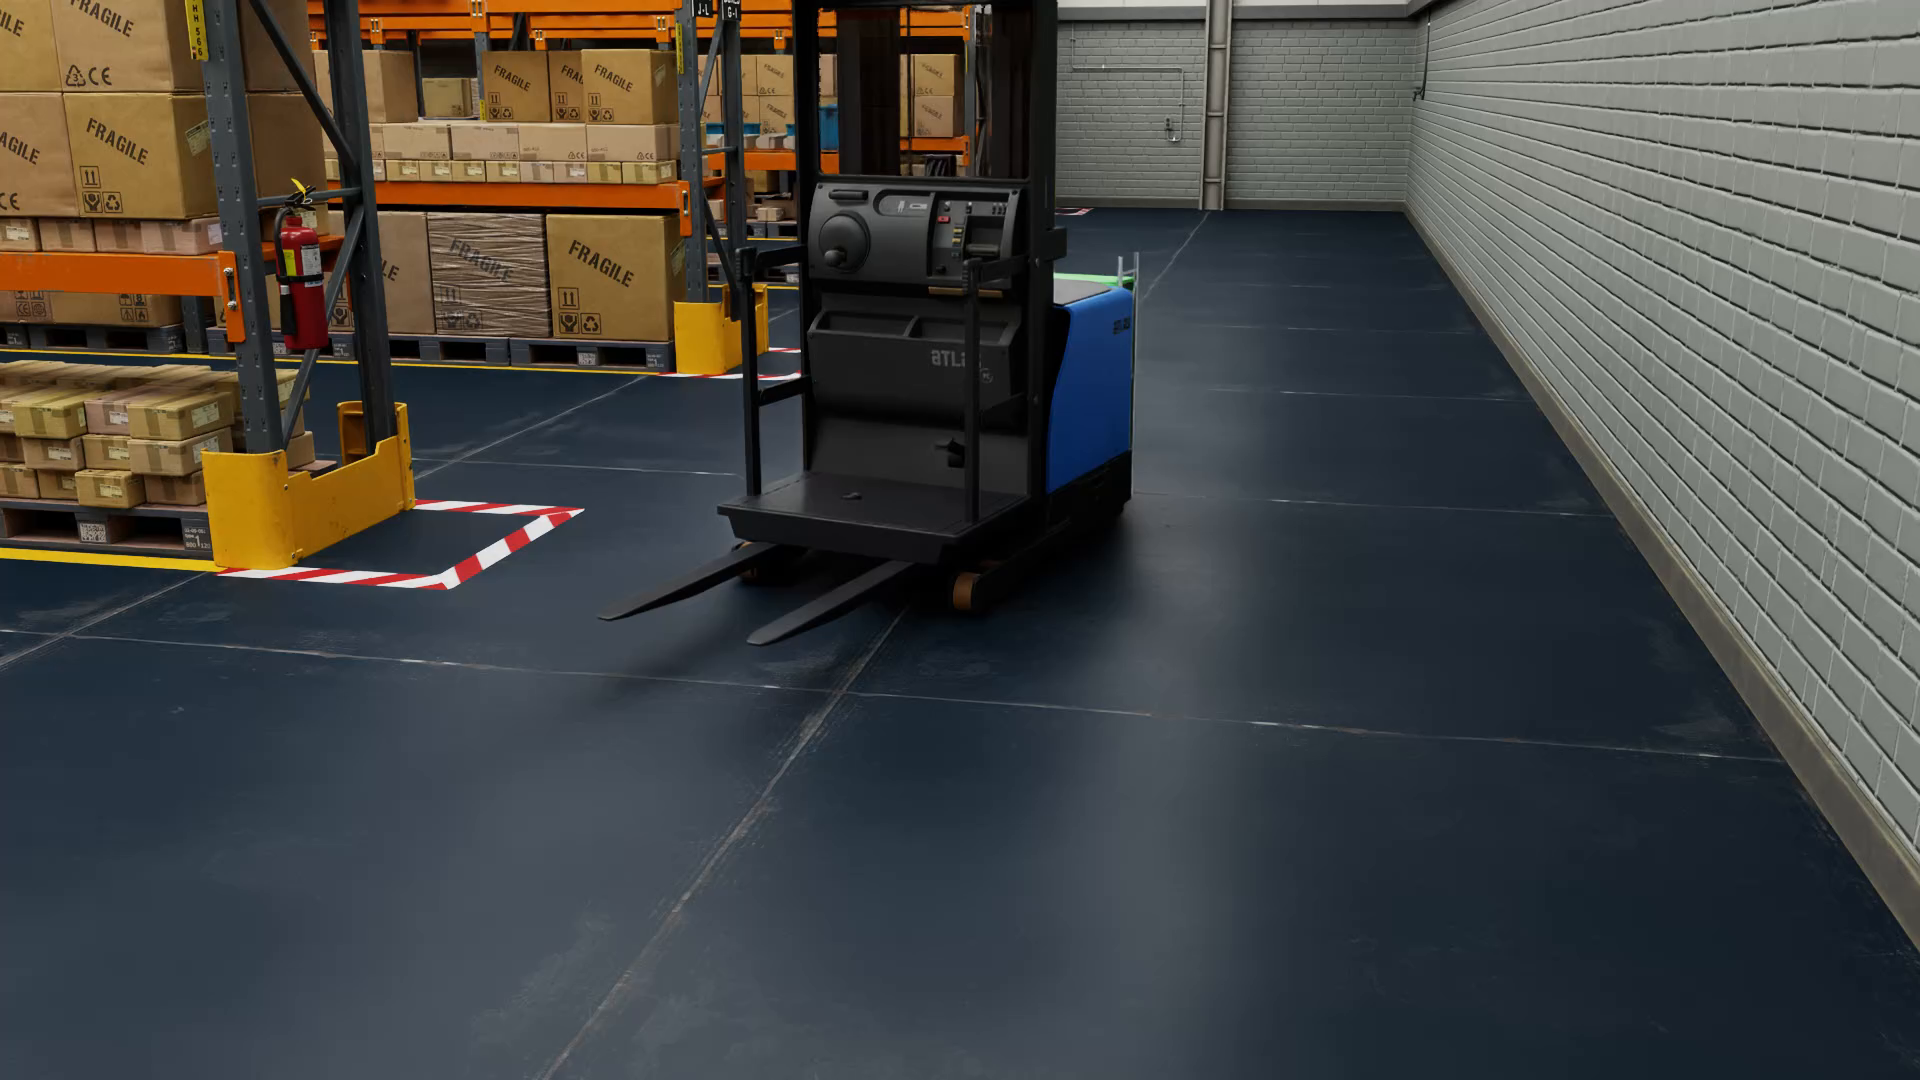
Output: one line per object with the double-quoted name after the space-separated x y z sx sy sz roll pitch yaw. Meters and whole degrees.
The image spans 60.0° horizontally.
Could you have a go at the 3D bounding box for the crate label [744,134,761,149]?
-2.164 -3.985 16.641 0.243 0.136 0.396 3 16 11 "crate label"

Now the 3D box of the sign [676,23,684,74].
-1.878 -3.295 11.155 0.005 0.325 0.100 3 16 11 "sign"

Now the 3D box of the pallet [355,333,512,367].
-3.748 -1.508 12.539 1.213 0.211 1.003 3 16 11 "pallet"

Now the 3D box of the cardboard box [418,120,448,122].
-4.184 -3.039 12.567 0.502 0.250 0.502 3 16 12 "cardboard box"

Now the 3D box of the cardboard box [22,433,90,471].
-3.928 -0.424 7.401 0.250 0.149 0.380 2 16 9 "cardboard box"

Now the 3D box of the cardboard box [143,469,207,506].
-3.401 -0.274 7.415 0.250 0.149 0.380 3 16 12 "cardboard box"

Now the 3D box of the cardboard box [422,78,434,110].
-14.382 -3.307 14.318 5.659 1.310 30.571 3 16 11 "cardboard box"

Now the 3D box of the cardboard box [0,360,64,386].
-4.583 -0.769 8.087 0.250 0.149 0.380 3 16 12 "cardboard box"

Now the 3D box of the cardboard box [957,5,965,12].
-0.232 -6.822 21.164 0.500 0.250 0.500 3 16 11 "cardboard box"

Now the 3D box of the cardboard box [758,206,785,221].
-2.481 -4.292 21.851 0.250 0.166 0.380 3 16 11 "cardboard box"

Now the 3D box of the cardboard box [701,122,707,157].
-2.173 -2.931 12.178 0.500 0.250 0.500 3 16 10 "cardboard box"

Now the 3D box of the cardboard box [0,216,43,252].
-3.959 -1.334 7.159 0.250 0.149 0.380 4 16 13 "cardboard box"

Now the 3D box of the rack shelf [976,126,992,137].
-0.755 -6.411 26.364 4.000 0.370 1.077 3 16 11 "rack shelf"

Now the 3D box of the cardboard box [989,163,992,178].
0.499 -5.660 26.202 0.500 0.500 0.700 3 16 11 "cardboard box"

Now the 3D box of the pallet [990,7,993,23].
0.476 -8.091 25.628 1.213 0.211 1.003 3 16 11 "pallet"

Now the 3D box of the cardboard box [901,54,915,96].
-0.765 -5.864 20.981 0.500 0.500 0.500 4 16 13 "cardboard box"

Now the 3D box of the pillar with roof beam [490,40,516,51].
-8.594 -9.137 23.621 0.400 9.000 9.100 3 16 11 "pillar with roof beam"

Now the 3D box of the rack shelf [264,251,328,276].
-4.804 -1.300 7.647 3.687 0.071 0.831 3 16 11 "rack shelf"

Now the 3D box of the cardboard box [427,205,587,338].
-3.291 -2.004 12.300 0.875 0.875 0.875 3 16 11 "cardboard box"

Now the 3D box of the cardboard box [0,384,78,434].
-4.168 -0.588 7.435 0.250 0.149 0.380 2 16 9 "cardboard box"

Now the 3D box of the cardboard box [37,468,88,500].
-3.915 -0.297 7.501 0.255 0.149 0.383 3 16 10 "cardboard box"

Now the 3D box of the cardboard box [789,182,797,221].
-1.856 -4.478 21.892 0.637 0.503 0.797 3 16 11 "cardboard box"

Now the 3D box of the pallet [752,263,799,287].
-1.570 -2.770 17.096 1.213 0.211 1.003 3 16 11 "pallet"

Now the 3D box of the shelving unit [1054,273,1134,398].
0.578 -0.805 8.149 0.487 1.046 0.258 7 17 25 "shelving unit"

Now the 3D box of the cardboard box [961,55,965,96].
-0.161 -5.978 21.393 0.500 0.500 0.500 4 16 13 "cardboard box"

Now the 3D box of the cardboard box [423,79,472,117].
-6.979 -6.027 22.658 0.500 0.500 0.700 -2 16 -8 "cardboard box"

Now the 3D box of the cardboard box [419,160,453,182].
-3.669 -2.657 11.936 0.250 0.149 0.380 3 16 12 "cardboard box"

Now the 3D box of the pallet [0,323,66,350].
-7.647 -1.718 13.300 1.213 0.211 1.003 3 16 11 "pallet"

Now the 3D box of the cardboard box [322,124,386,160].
-4.273 -2.900 12.067 0.500 0.250 0.500 4 16 12 "cardboard box"

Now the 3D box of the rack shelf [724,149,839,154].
-2.729 -3.948 16.973 3.809 0.052 0.919 3 16 11 "rack shelf"

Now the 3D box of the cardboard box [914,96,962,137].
-0.272 -5.356 21.021 0.500 0.500 0.500 4 16 13 "cardboard box"

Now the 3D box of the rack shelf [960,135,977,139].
-1.739 -5.243 21.650 3.809 0.052 0.919 3 16 11 "rack shelf"

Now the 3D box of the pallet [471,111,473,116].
-7.354 -6.994 27.482 1.003 0.211 1.213 3 16 11 "pallet"

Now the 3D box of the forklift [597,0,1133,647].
-0.284 -1.257 6.540 1.130 2.935 3.031 7 17 25 "forklift"

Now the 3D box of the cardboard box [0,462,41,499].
-4.160 -0.307 7.536 0.250 0.149 0.380 3 16 12 "cardboard box"

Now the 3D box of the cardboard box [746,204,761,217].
-2.704 -4.446 22.439 0.250 0.149 0.380 3 16 11 "cardboard box"

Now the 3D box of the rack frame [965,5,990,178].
0.221 -5.355 21.205 0.127 3.000 1.000 3 16 11 "rack frame"

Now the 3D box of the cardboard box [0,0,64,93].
-3.839 -2.131 6.950 0.500 0.500 0.500 3 16 9 "cardboard box"

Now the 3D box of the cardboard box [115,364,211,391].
-3.805 -0.734 7.961 0.250 0.149 0.380 3 16 11 "cardboard box"

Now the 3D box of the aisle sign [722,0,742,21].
-1.626 -4.091 11.773 0.004 0.787 0.394 3 16 11 "aisle sign"

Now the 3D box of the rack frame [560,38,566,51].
-6.636 -7.076 27.417 0.053 2.616 0.949 3 16 11 "rack frame"
